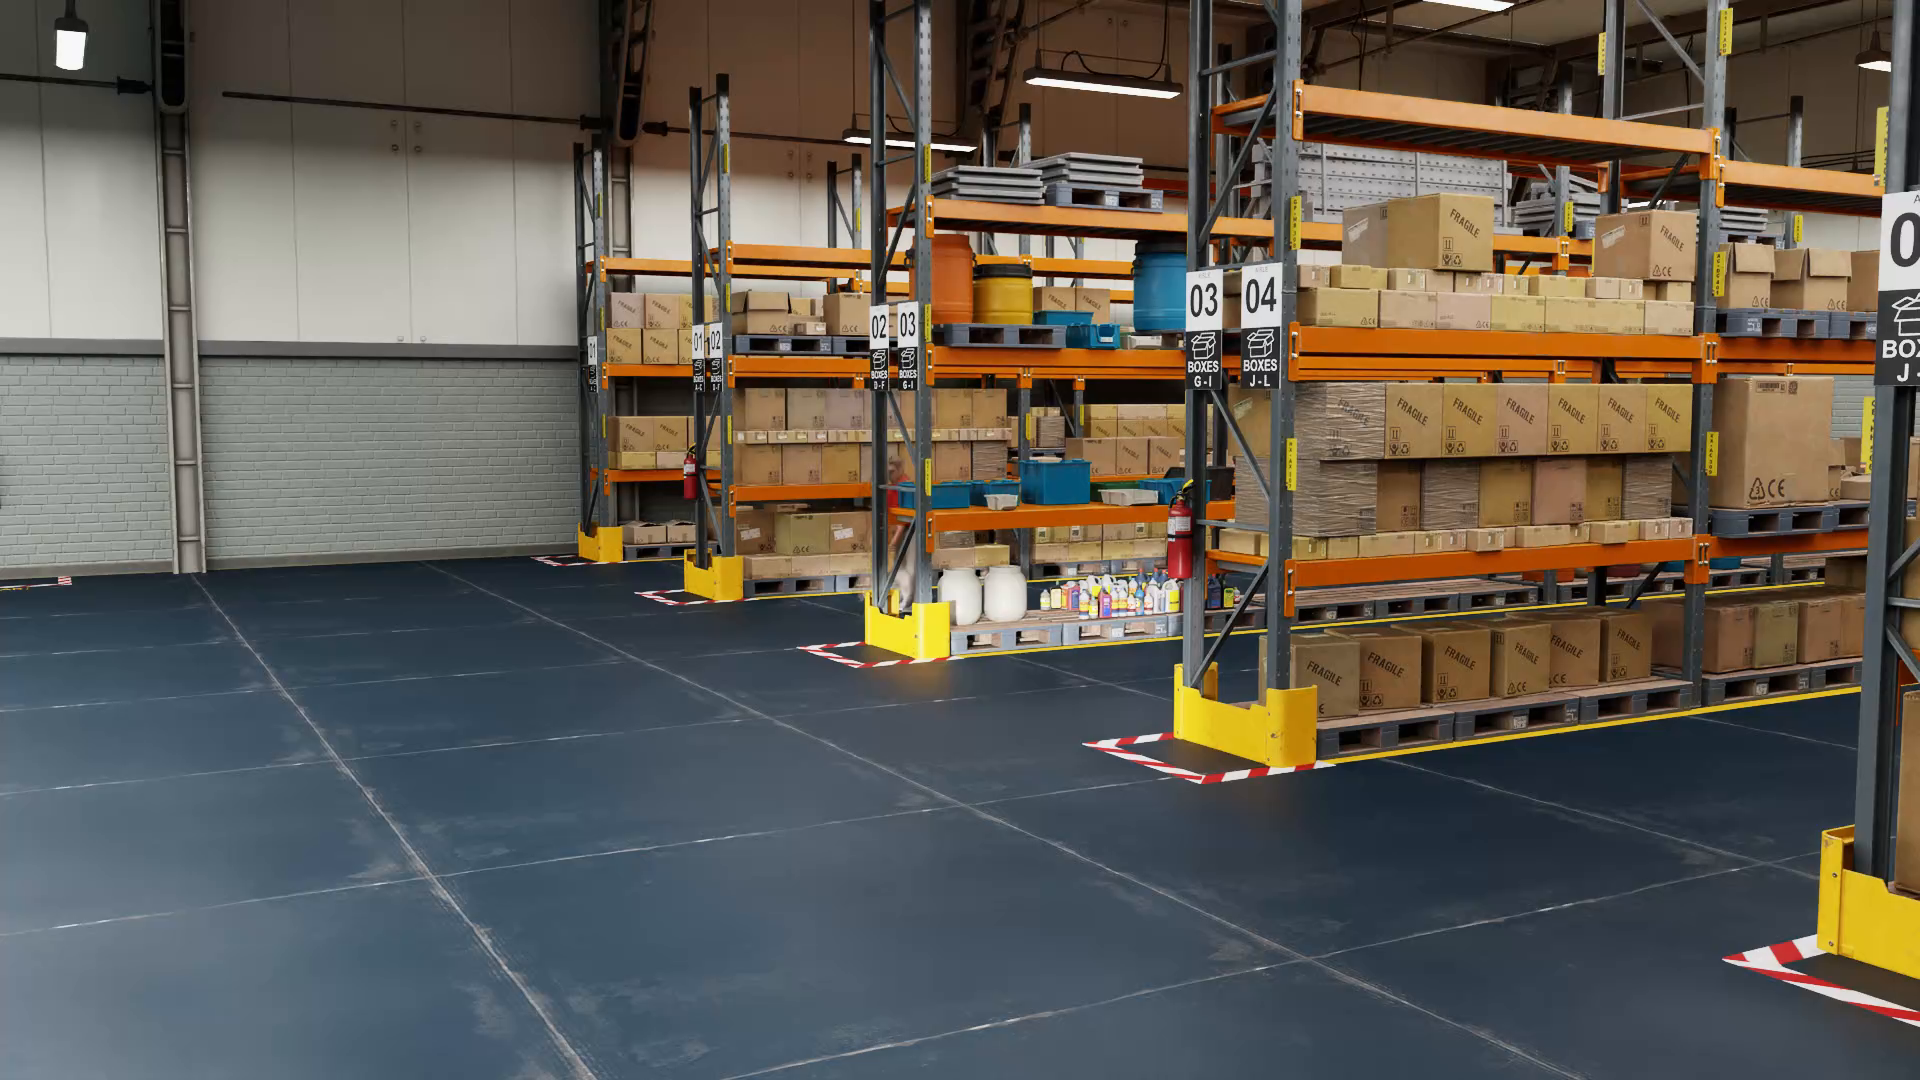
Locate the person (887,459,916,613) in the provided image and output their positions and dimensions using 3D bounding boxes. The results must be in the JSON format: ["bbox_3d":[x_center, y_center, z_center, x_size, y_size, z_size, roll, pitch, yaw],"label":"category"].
[{"bbox_3d":[-0.607,-0.049,18.214,0.593,1.684,0.481,-3,6,-30],"label":"person"}]
